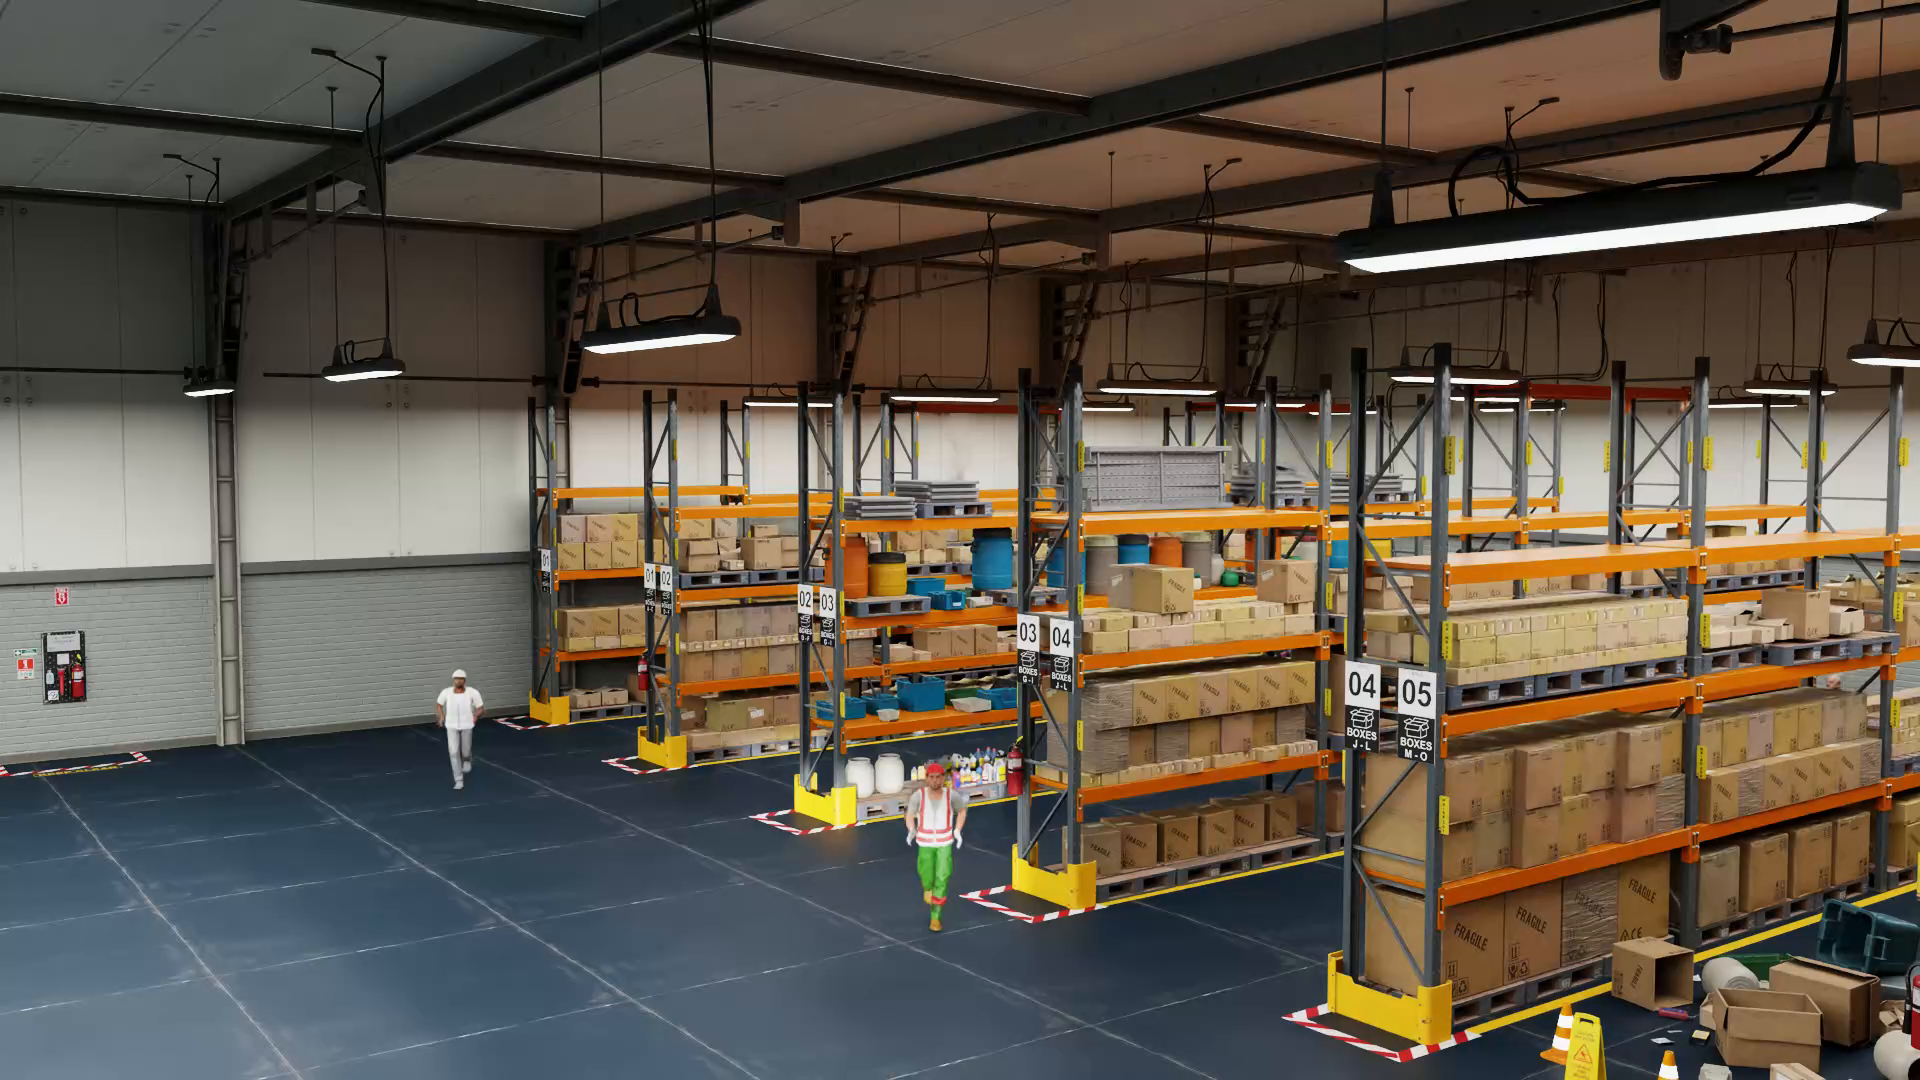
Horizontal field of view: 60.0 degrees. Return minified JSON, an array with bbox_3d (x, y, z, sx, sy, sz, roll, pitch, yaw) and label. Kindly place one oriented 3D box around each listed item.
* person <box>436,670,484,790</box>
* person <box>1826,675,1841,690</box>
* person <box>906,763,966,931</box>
[{"bbox_3d":[-7.527,2.822,25.029,0.700,1.761,0.872,-1,3,-12],"label":"person"},{"bbox_3d":[12.842,2.858,24.443,0.602,1.745,0.705,-2,4,-32],"label":"person"},{"bbox_3d":[-0.255,3.238,17.833,0.644,1.747,0.795,0,3,0],"label":"person"}]
